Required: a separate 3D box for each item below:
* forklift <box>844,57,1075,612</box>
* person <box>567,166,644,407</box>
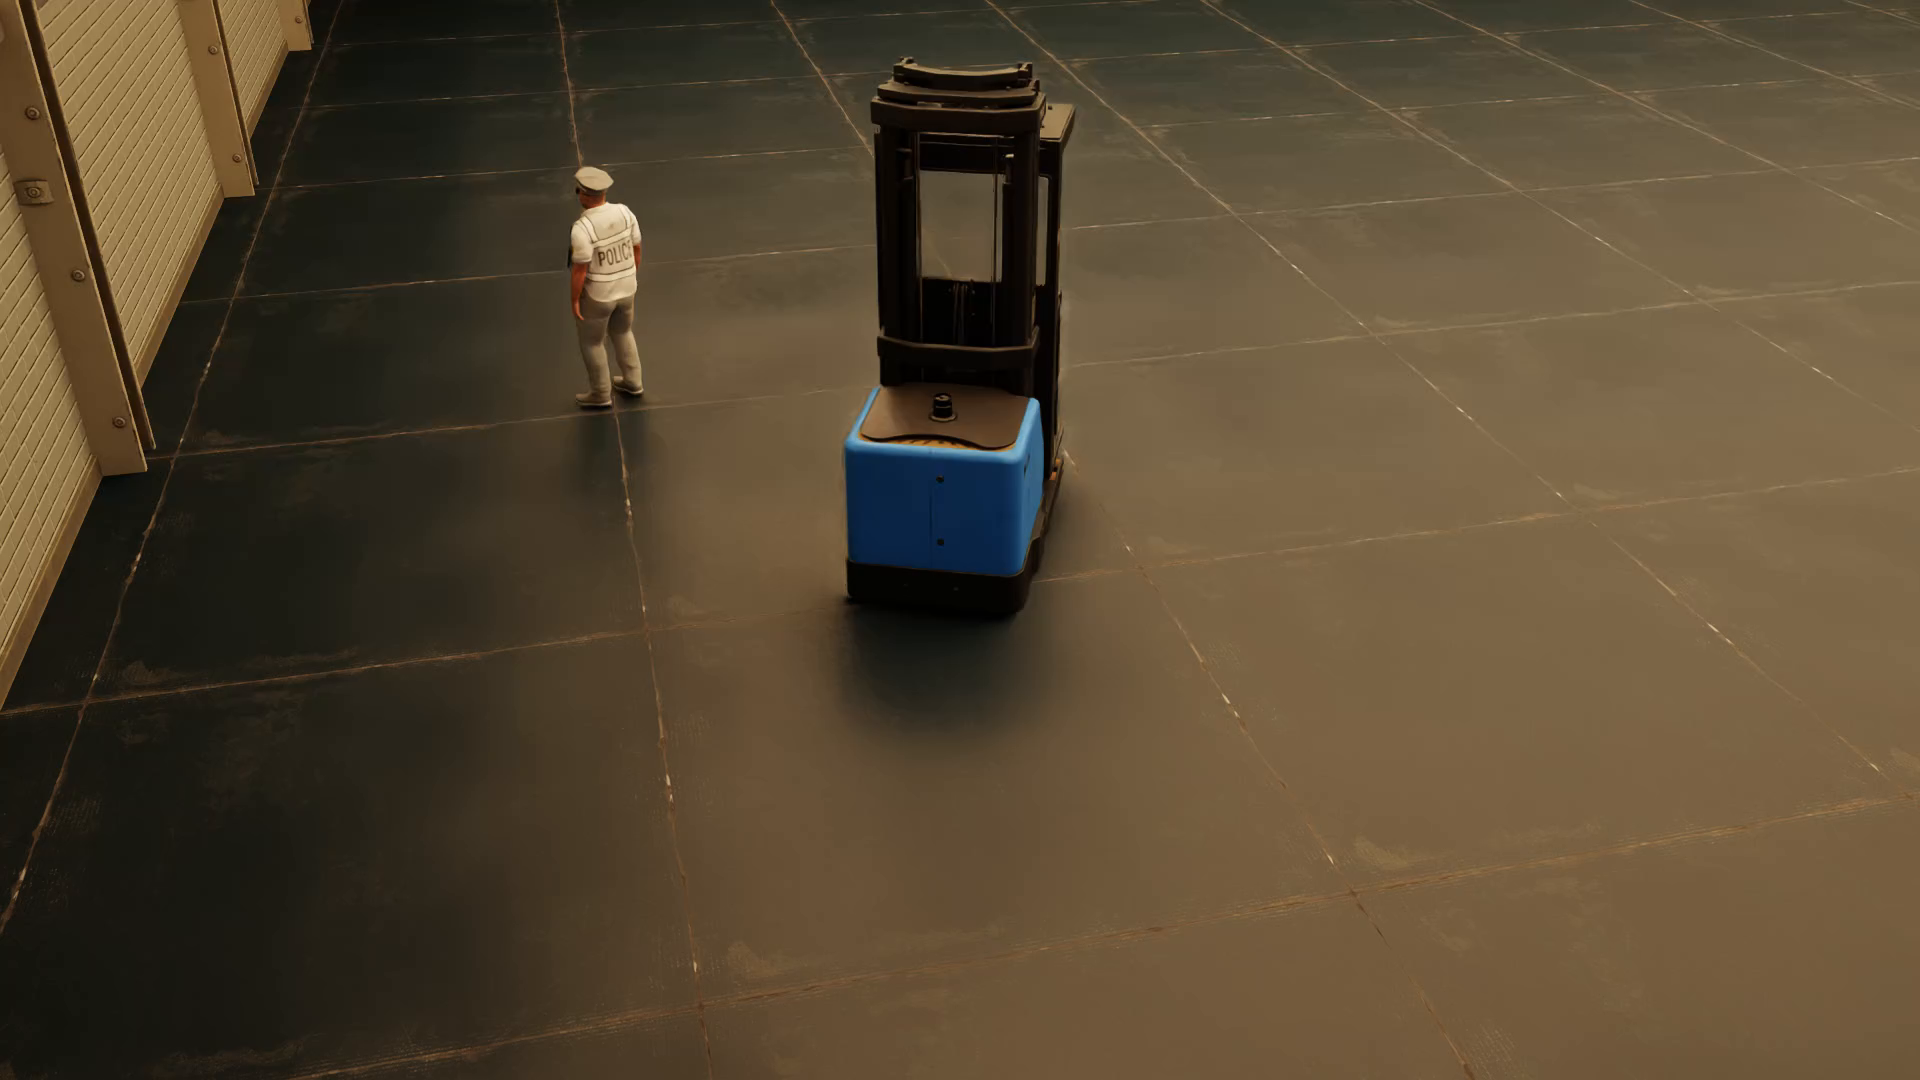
[{"bbox_3d":[0.089,-1.572,10.290,1.130,2.935,3.031,5,30,8],"label":"forklift"},{"bbox_3d":[-2.555,-1.792,11.838,0.492,1.796,0.624,23,37,34],"label":"person"}]
